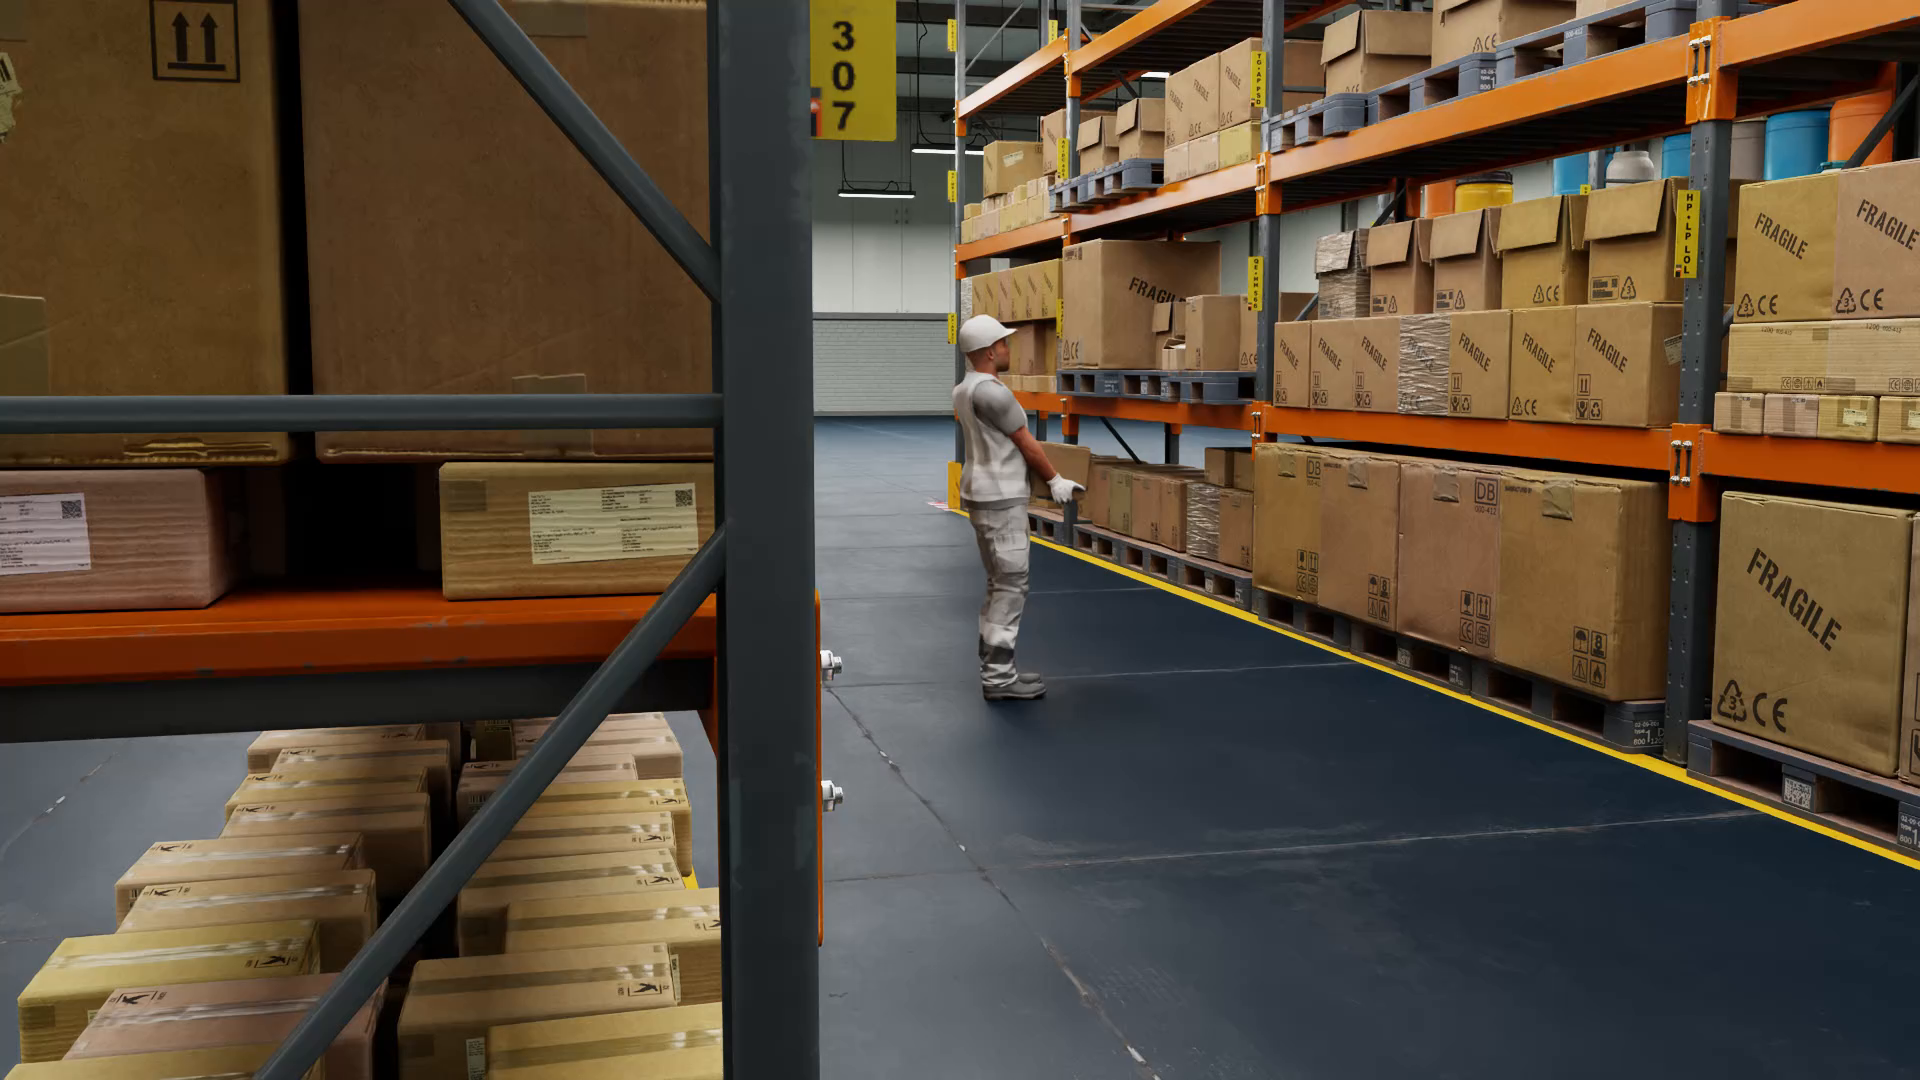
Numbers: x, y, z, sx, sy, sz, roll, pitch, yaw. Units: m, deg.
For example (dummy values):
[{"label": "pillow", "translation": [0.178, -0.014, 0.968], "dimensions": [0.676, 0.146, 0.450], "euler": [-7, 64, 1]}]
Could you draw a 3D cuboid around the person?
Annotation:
[{"label": "person", "translation": [0.273, -0.161, 7.833], "dimensions": [0.570, 1.782, 0.493], "euler": [-1, 6, -13]}]
